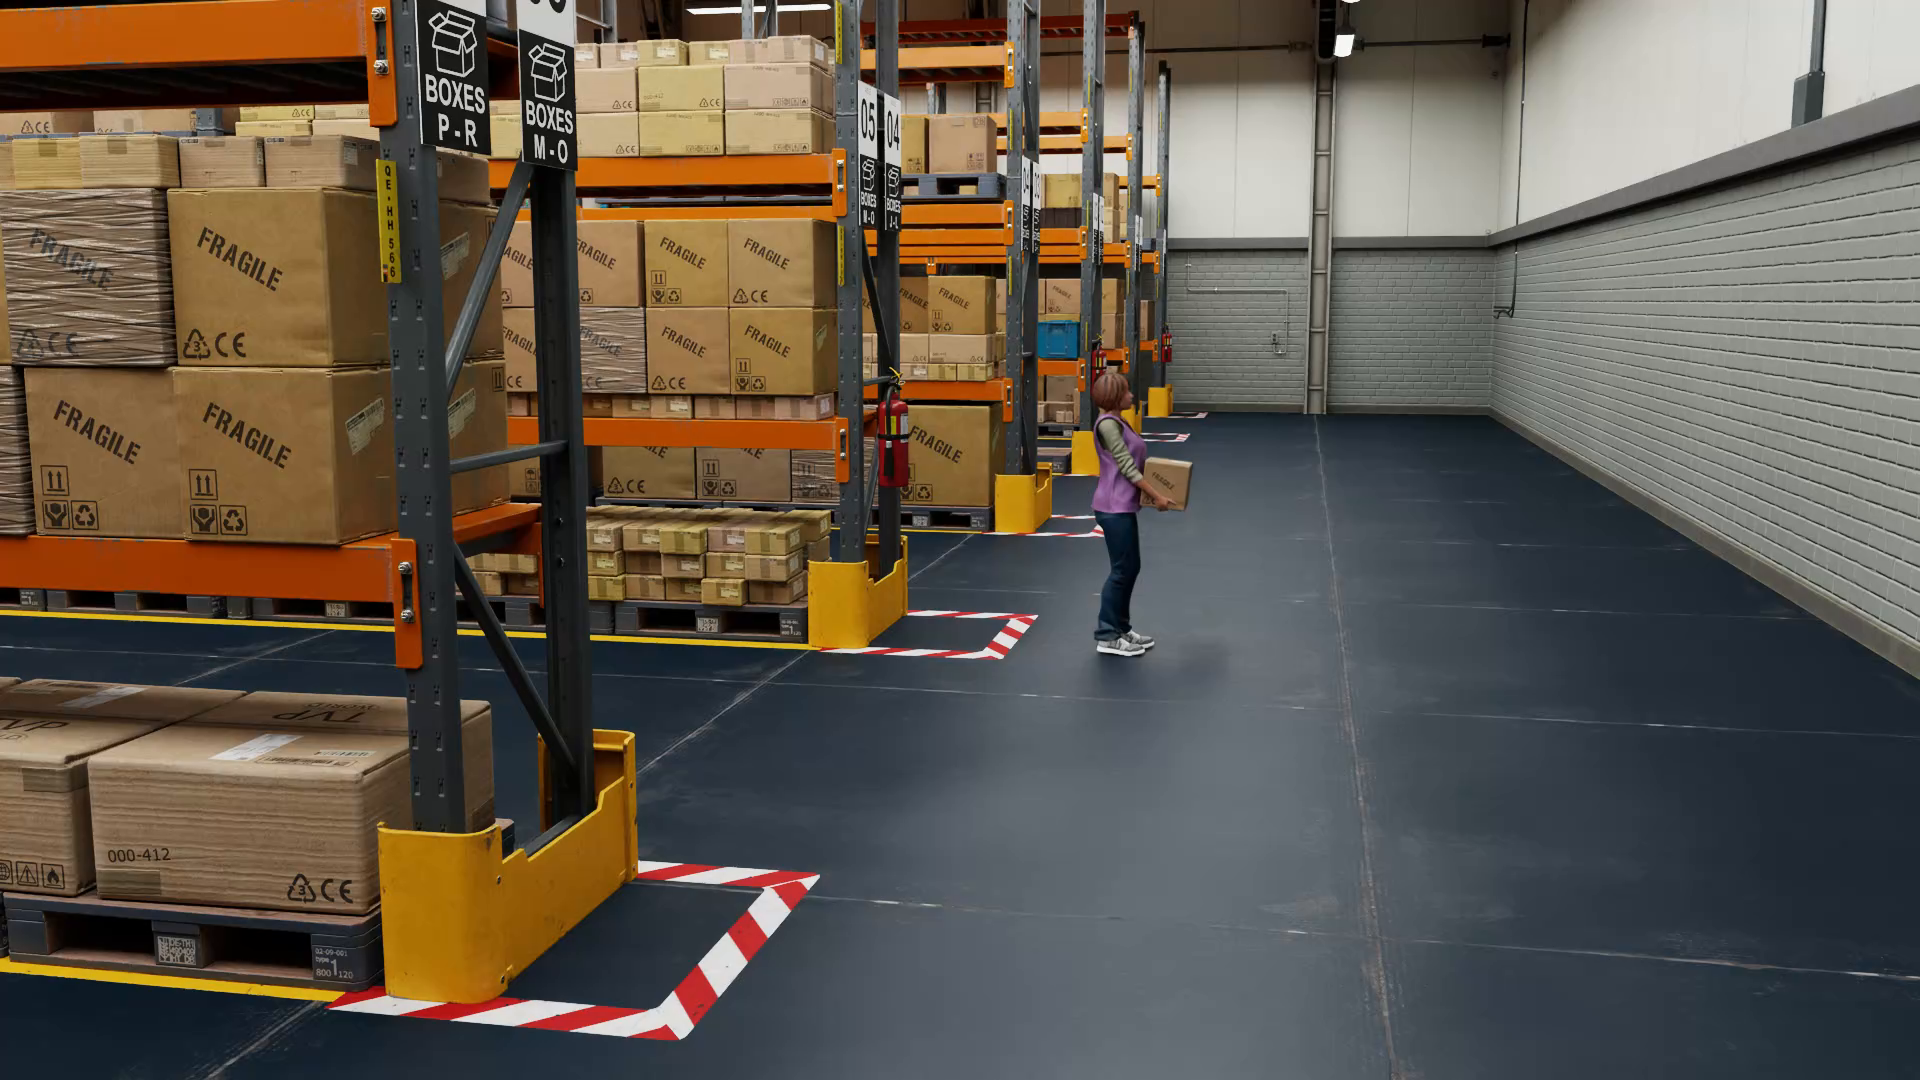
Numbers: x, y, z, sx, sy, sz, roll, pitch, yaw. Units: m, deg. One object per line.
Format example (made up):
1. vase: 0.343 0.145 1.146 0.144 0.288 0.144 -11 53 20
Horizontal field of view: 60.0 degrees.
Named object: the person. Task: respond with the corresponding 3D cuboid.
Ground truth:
1. person: 0.988 -0.150 9.427 0.499 1.590 0.404 2 8 12
